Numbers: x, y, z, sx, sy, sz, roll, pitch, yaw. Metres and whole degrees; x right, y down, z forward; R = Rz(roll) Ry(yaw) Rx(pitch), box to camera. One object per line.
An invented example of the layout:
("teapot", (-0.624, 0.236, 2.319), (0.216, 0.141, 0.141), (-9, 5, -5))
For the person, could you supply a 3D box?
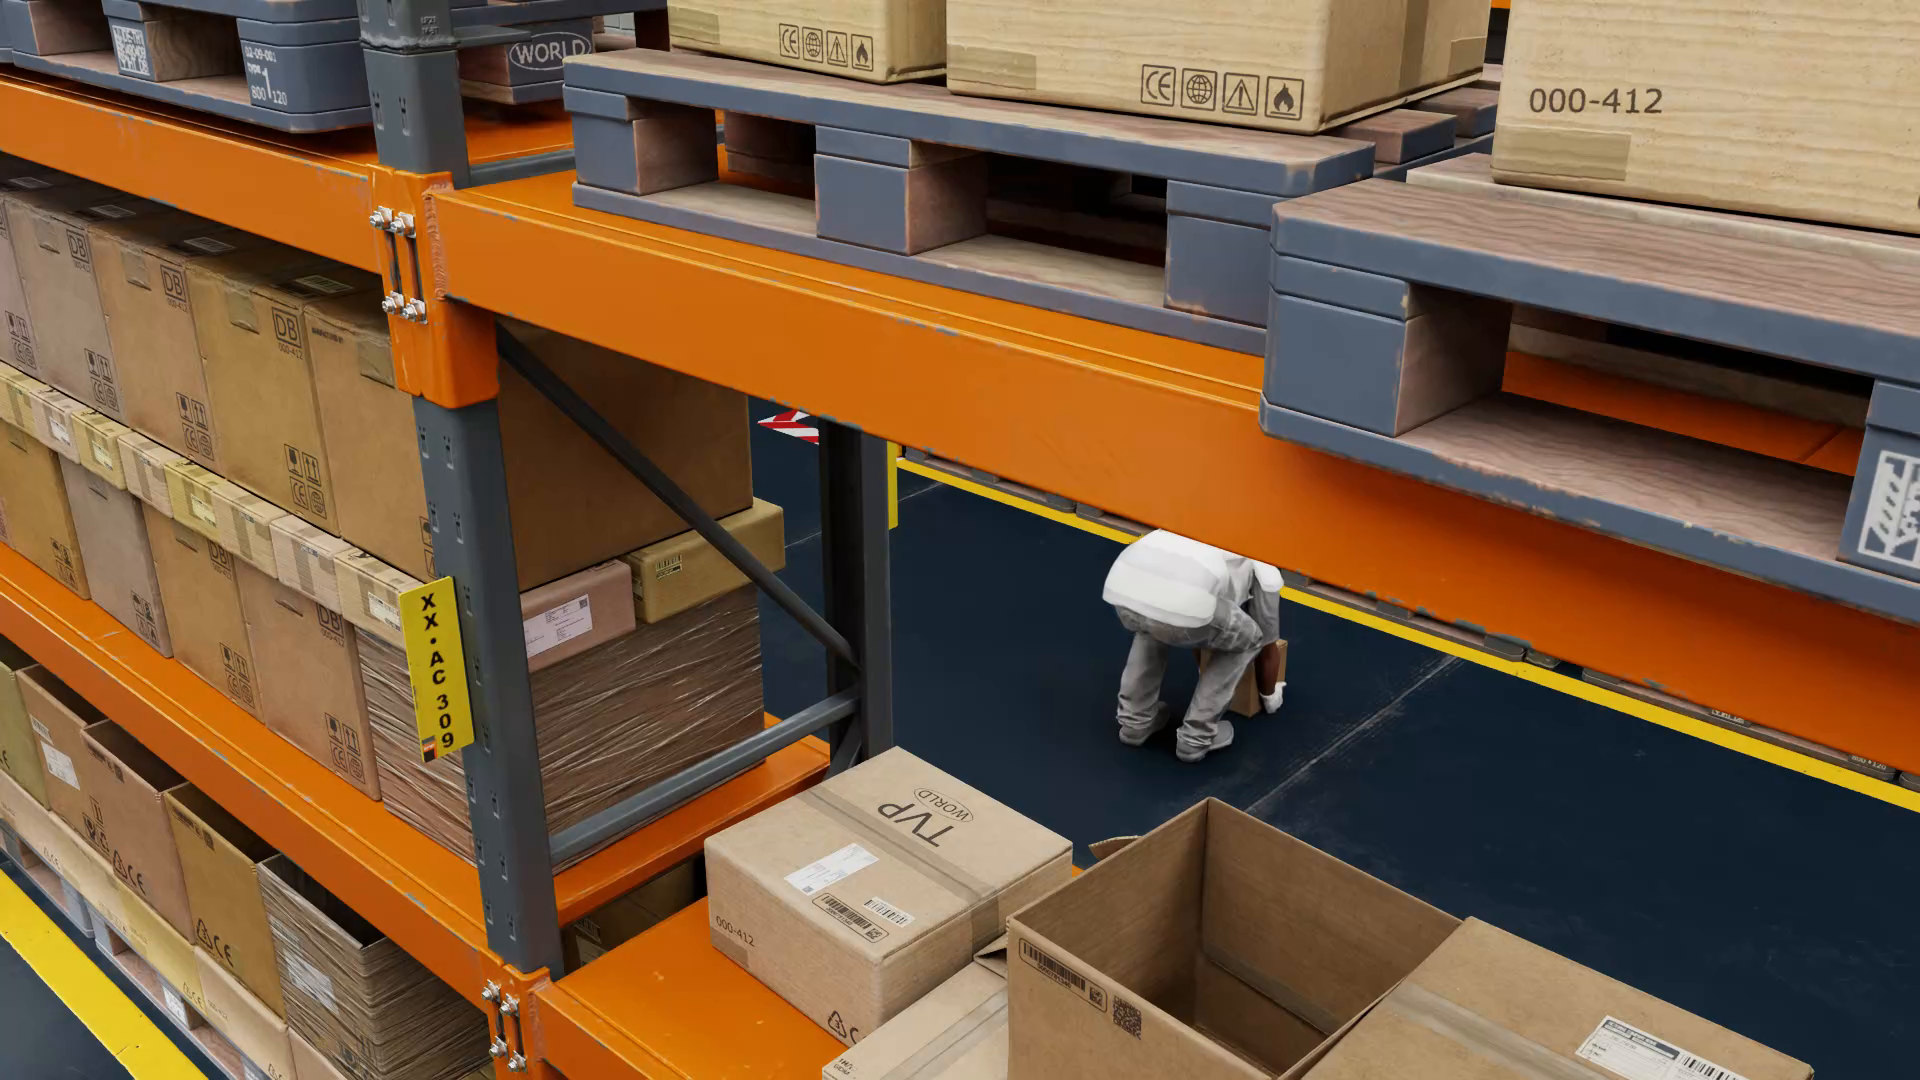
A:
("person", (0.930, 0.329, 6.431), (0.522, 0.917, 0.987), (18, 30, 36))
